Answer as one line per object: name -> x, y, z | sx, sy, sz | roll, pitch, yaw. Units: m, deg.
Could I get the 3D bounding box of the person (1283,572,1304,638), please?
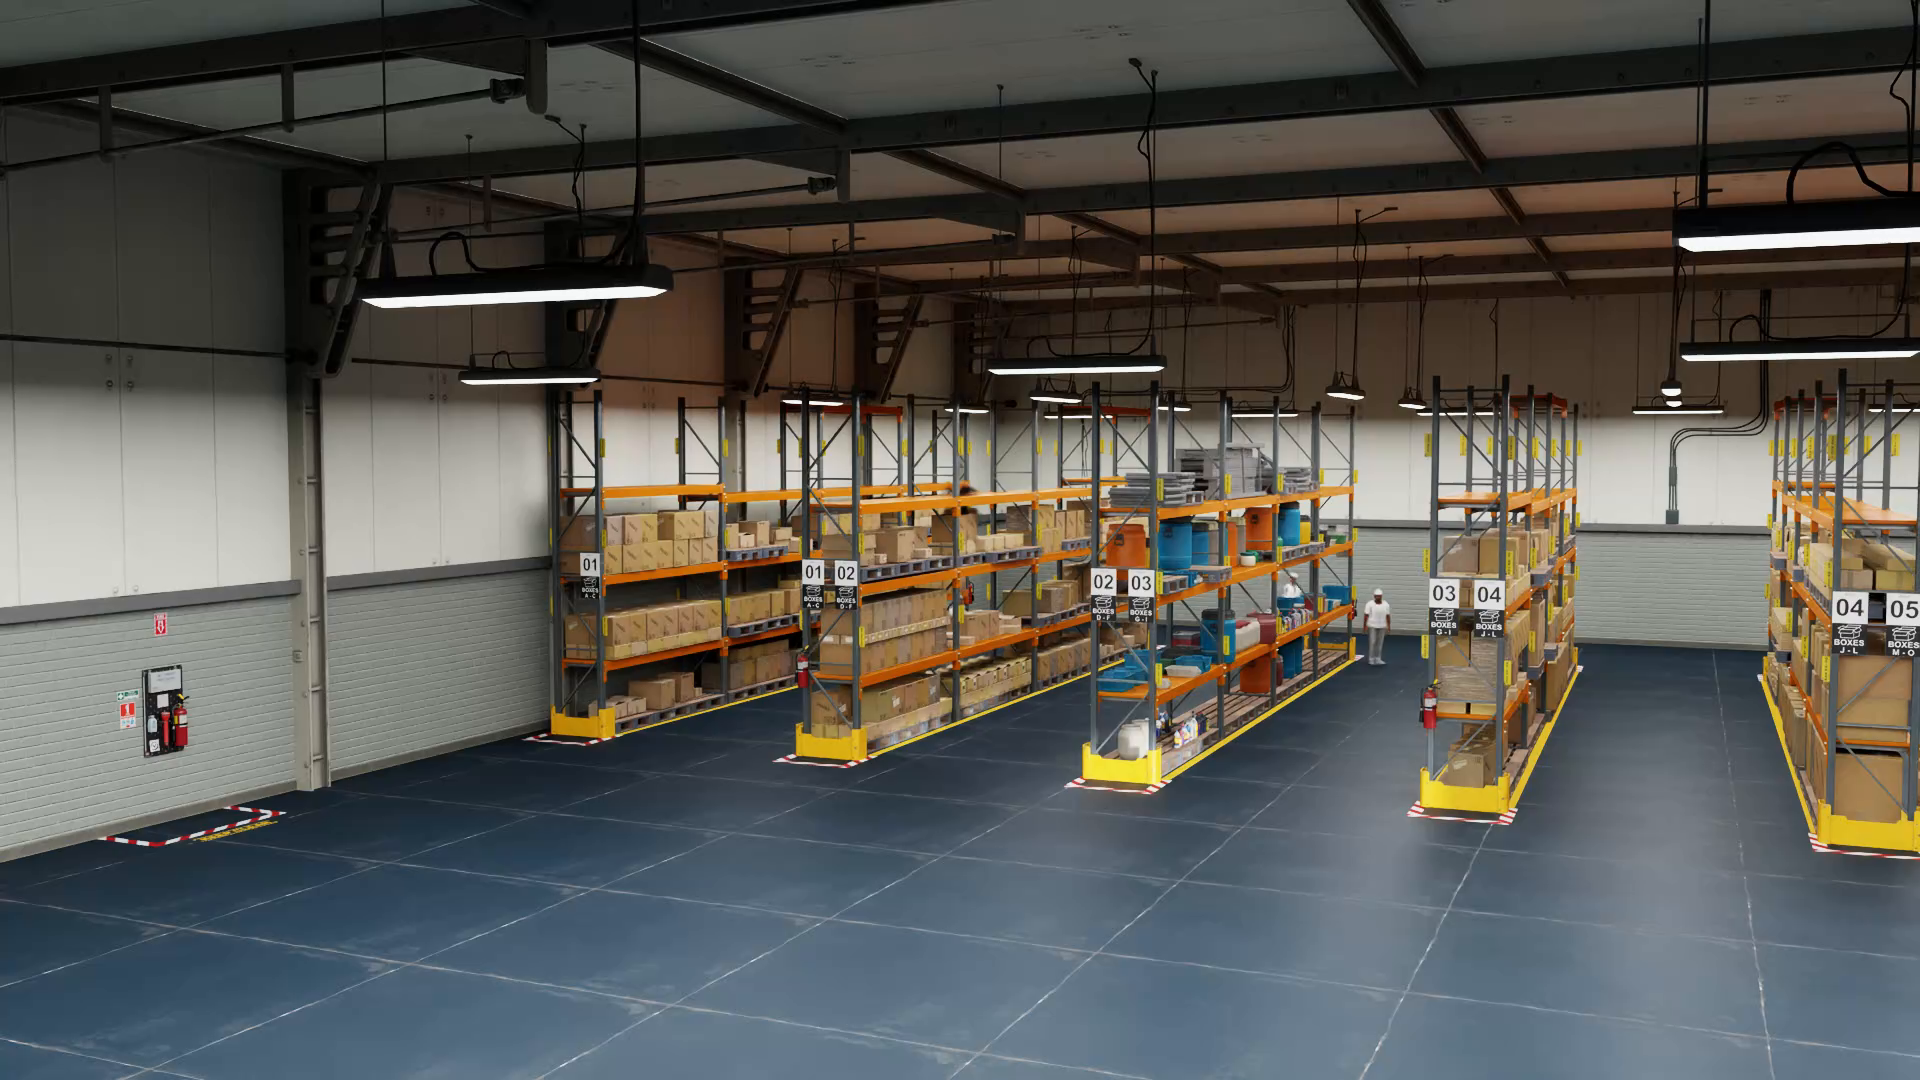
person -> 8.732, 1.711, 43.779 | 0.586, 1.722, 0.877 | -3, 4, -41

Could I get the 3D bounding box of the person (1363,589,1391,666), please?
person -> 9.628, 2.004, 38.368 | 0.684, 1.771, 0.428 | 0, 3, -6

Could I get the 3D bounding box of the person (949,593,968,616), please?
person -> 0.033, 2.067, 37.255 | 0.507, 1.794, 0.566 | 2, 4, 36
